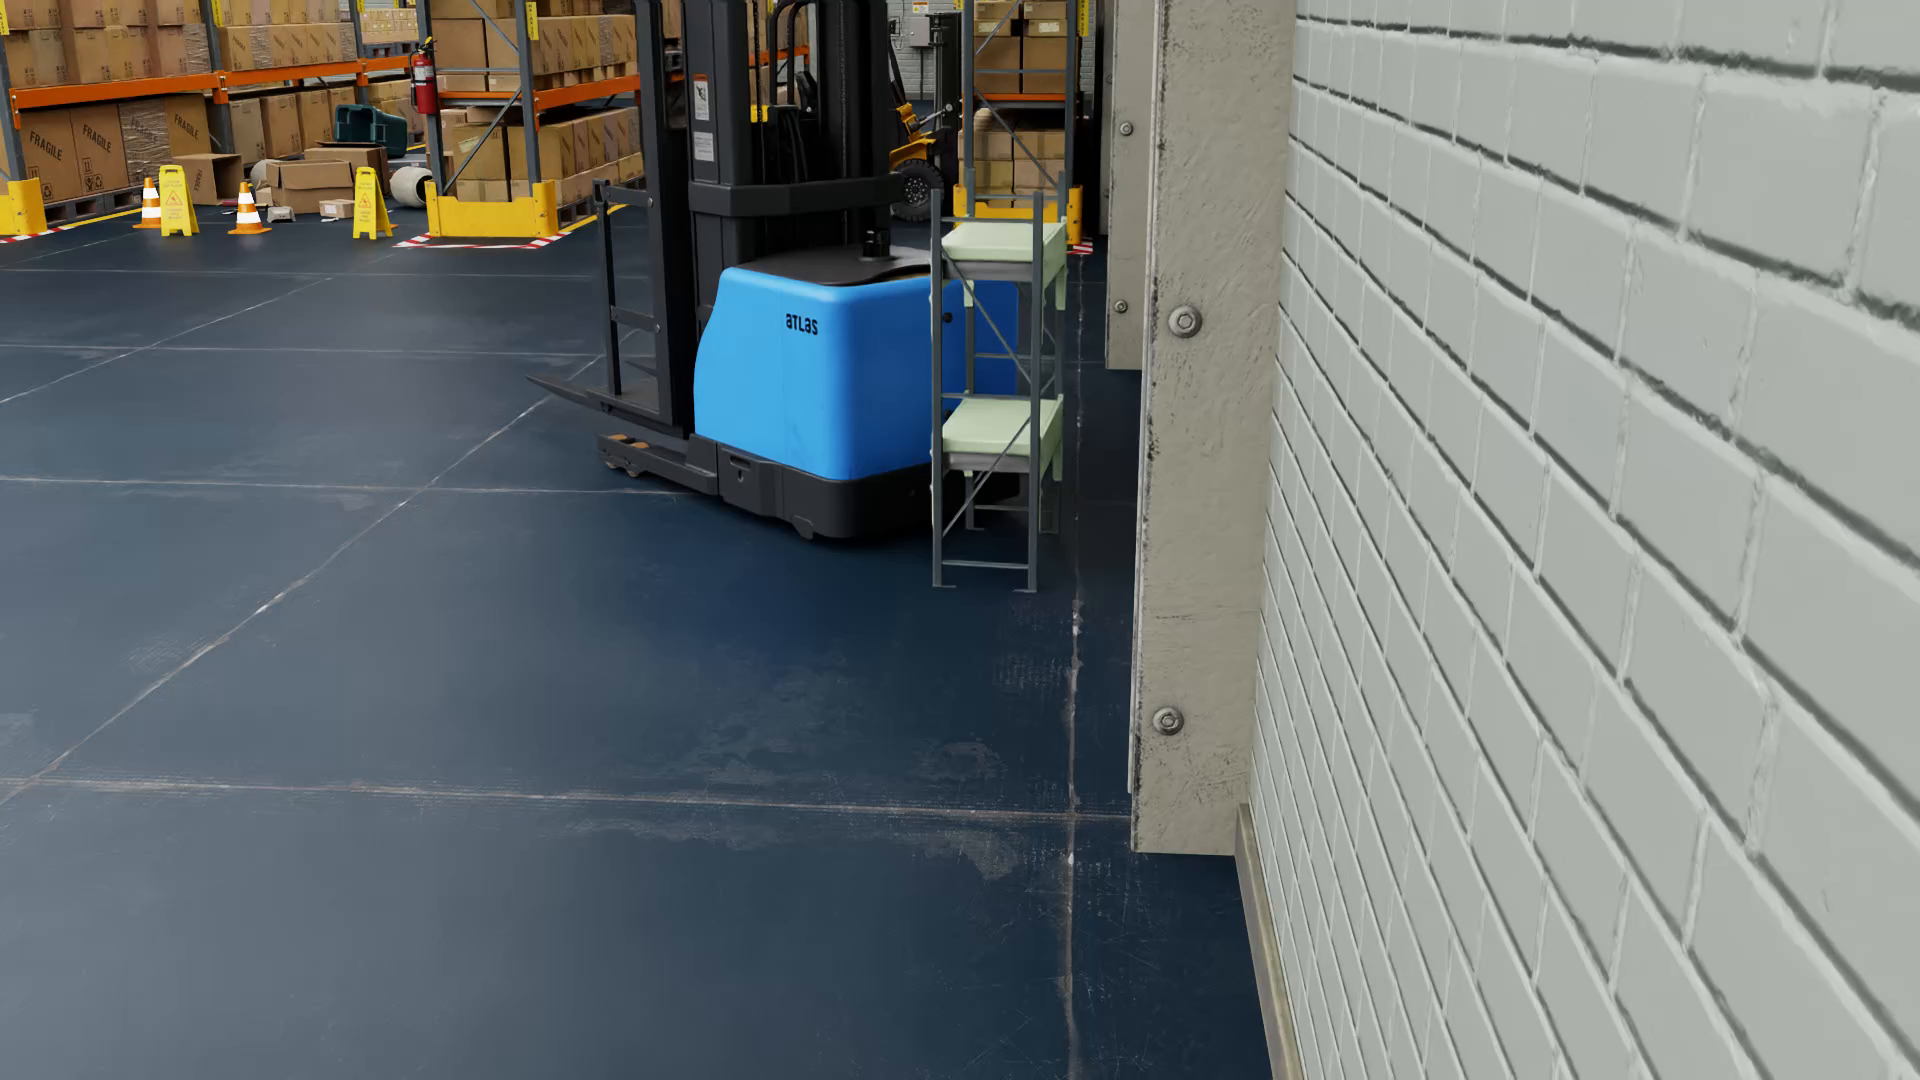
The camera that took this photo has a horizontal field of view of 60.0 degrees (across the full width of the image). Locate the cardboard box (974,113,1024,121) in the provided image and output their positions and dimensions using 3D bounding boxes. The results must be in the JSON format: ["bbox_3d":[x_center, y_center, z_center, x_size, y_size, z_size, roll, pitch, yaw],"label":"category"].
[{"bbox_3d":[0.402,-4.343,17.495,0.500,0.250,0.500,2,18,6],"label":"cardboard box"}]

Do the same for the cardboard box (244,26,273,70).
[{"bbox_3d":[-8.734,-5.982,20.200,0.500,0.500,0.500,1,18,4],"label":"cardboard box"}]

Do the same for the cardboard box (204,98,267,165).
[{"bbox_3d":[-9.121,-4.945,20.137,1.050,0.750,0.750,1,18,4],"label":"cardboard box"}]

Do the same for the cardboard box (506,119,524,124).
[{"bbox_3d":[-4.586,-3.965,16.743,0.500,0.500,0.500,2,18,6],"label":"cardboard box"}]

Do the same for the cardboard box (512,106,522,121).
[{"bbox_3d":[-4.640,-4.304,16.737,0.380,0.149,0.250,2,18,5],"label":"cardboard box"}]

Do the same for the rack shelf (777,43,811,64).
[{"bbox_3d":[-3.414,-8.305,28.606,1.077,0.370,4.000,1,18,4],"label":"rack shelf"}]

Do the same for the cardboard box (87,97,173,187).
[{"bbox_3d":[-9.251,-4.336,18.077,0.875,0.875,0.875,1,18,4],"label":"cardboard box"}]

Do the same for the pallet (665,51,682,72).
[{"bbox_3d":[-3.931,-5.684,19.760,1.003,0.211,1.213,1,18,4],"label":"pallet"}]

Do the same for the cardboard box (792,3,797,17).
[{"bbox_3d":[-3.115,-9.319,28.780,0.500,0.500,0.500,1,18,4],"label":"cardboard box"}]

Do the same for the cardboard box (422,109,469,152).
[{"bbox_3d":[-5.908,-4.743,19.380,0.500,0.500,0.500,1,18,4],"label":"cardboard box"}]

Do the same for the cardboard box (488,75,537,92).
[{"bbox_3d":[-4.187,-4.280,15.572,0.380,0.149,0.250,1,18,4],"label":"cardboard box"}]

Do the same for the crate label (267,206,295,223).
[{"bbox_3d":[-6.810,-3.265,16.668,0.250,0.136,0.298,-9,20,-25],"label":"crate label"}]

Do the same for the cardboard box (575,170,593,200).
[{"bbox_3d":[-4.040,-3.594,16.816,0.500,0.250,0.500,2,18,6],"label":"cardboard box"}]

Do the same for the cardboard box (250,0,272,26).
[{"bbox_3d":[-8.974,-6.614,20.524,0.700,0.500,0.500,1,18,4],"label":"cardboard box"}]

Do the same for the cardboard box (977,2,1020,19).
[{"bbox_3d":[0.349,-4.802,15.081,0.380,0.149,0.250,1,18,4],"label":"cardboard box"}]

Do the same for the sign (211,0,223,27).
[{"bbox_3d":[-8.522,-6.057,19.074,0.100,0.325,0.005,1,18,4],"label":"sign"}]

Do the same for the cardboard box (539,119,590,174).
[{"bbox_3d":[-4.050,-3.962,16.735,0.500,0.500,0.500,1,18,2],"label":"cardboard box"}]

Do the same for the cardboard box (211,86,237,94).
[{"bbox_3d":[-13.250,-7.919,29.012,0.875,0.875,0.875,1,18,4],"label":"cardboard box"}]

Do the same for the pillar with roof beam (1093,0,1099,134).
[{"bbox_3d":[-1.951,-11.059,26.222,9.100,9.000,0.400,1,18,4],"label":"pillar with roof beam"}]

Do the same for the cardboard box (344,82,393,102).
[{"bbox_3d":[-8.498,-6.439,23.893,0.500,0.250,0.500,0,18,1],"label":"cardboard box"}]

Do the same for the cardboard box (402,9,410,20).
[{"bbox_3d":[-8.448,-7.850,24.837,0.380,0.149,0.250,1,18,3],"label":"cardboard box"}]

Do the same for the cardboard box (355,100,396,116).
[{"bbox_3d":[-8.484,-6.088,24.026,0.500,0.500,0.500,1,18,2],"label":"cardboard box"}]

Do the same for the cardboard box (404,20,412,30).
[{"bbox_3d":[-8.447,-7.713,24.897,0.380,0.149,0.250,2,18,6],"label":"cardboard box"}]

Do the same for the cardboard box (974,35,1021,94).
[{"bbox_3d":[0.307,-4.395,15.359,0.500,0.500,0.500,1,18,3],"label":"cardboard box"}]

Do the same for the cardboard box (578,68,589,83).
[{"bbox_3d":[-4.026,-4.763,17.045,0.380,0.149,0.250,1,18,2],"label":"cardboard box"}]

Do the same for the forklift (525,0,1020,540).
[{"bbox_3d":[-1.084,-1.779,7.645,1.130,2.935,3.031,-15,24,-39],"label":"forklift"}]

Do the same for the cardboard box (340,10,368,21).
[{"bbox_3d":[-8.562,-7.366,23.359,0.380,0.149,0.250,1,18,4],"label":"cardboard box"}]

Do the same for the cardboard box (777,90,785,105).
[{"bbox_3d":[-3.405,-7.200,27.520,0.875,0.438,0.875,1,18,3],"label":"cardboard box"}]

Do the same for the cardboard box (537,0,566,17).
[{"bbox_3d":[-4.447,-5.596,16.939,0.700,0.500,0.500,1,18,4],"label":"cardboard box"}]

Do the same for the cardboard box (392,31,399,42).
[{"bbox_3d":[-8.482,-7.411,24.451,0.380,0.149,0.250,2,18,6],"label":"cardboard box"}]

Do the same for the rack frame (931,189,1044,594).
[{"bbox_3d":[0.096,-0.522,6.106,0.400,1.500,0.023,3,18,10],"label":"rack frame"}]

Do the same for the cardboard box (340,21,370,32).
[{"bbox_3d":[-8.554,-7.230,23.420,0.380,0.149,0.250,2,18,6],"label":"cardboard box"}]

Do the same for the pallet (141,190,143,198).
[{"bbox_3d":[-9.208,-4.061,18.976,1.003,0.211,1.213,1,18,4],"label":"pallet"}]

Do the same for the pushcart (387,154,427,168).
[{"bbox_3d":[-6.409,-4.330,19.532,1.648,0.377,0.936,-5,19,-15],"label":"pushcart"}]

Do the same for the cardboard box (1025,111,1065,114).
[{"bbox_3d":[0.957,-4.485,17.927,0.500,0.250,0.500,1,18,3],"label":"cardboard box"}]

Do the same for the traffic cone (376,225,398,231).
[{"bbox_3d":[-5.673,-3.255,16.115,0.336,0.463,0.334,1,18,4],"label":"traffic cone"}]

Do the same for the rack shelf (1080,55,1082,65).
[{"bbox_3d":[1.250,-6.953,24.480,1.077,0.370,4.000,1,18,4],"label":"rack shelf"}]

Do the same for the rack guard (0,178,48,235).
[{"bbox_3d":[-9.364,-3.182,15.832,1.175,0.500,0.348,1,18,4],"label":"rack guard"}]

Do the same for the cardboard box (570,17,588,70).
[{"bbox_3d":[-4.038,-4.948,16.567,0.500,0.500,0.500,1,18,3],"label":"cardboard box"}]

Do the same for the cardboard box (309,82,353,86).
[{"bbox_3d":[-9.001,-6.449,23.922,0.500,0.250,0.500,1,18,3],"label":"cardboard box"}]

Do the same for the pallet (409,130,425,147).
[{"bbox_3d":[-8.641,-6.158,25.377,1.003,0.211,1.213,1,18,4],"label":"pallet"}]

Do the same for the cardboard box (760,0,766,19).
[{"bbox_3d":[-3.339,-8.404,25.987,0.500,0.500,0.500,2,18,6],"label":"cardboard box"}]

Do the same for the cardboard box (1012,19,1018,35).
[{"bbox_3d":[0.347,-4.818,15.607,0.380,0.149,0.250,2,18,5],"label":"cardboard box"}]

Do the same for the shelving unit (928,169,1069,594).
[{"bbox_3d":[0.160,-0.634,6.449,0.431,1.500,0.755,3,18,10],"label":"shelving unit"}]

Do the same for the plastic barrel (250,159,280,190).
[{"bbox_3d":[-7.627,-4.009,18.479,0.512,0.421,0.421,17,25,41],"label":"plastic barrel"}]

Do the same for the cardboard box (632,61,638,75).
[{"bbox_3d":[-3.850,-5.315,18.730,0.380,0.149,0.250,1,18,3],"label":"cardboard box"}]

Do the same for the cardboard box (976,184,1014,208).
[{"bbox_3d":[0.252,-3.235,15.720,0.500,0.250,0.500,1,18,4],"label":"cardboard box"}]

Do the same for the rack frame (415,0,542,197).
[{"bbox_3d":[-4.418,-4.299,15.225,1.000,3.000,0.127,1,18,4],"label":"rack frame"}]

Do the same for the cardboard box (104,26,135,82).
[{"bbox_3d":[-9.201,-5.073,17.348,0.875,0.550,0.500,1,18,4],"label":"cardboard box"}]

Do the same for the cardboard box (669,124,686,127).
[{"bbox_3d":[-3.999,-5.094,21.198,0.950,0.372,0.625,2,18,6],"label":"cardboard box"}]

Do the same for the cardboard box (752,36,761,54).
[{"bbox_3d":[-3.376,-7.651,25.697,0.500,0.250,0.500,1,18,3],"label":"cardboard box"}]

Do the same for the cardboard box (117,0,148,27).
[{"bbox_3d":[-9.235,-5.753,17.687,0.875,0.550,0.550,1,18,4],"label":"cardboard box"}]

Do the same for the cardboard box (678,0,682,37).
[{"bbox_3d":[-3.701,-6.537,20.744,0.500,0.500,0.500,1,18,2],"label":"cardboard box"}]
